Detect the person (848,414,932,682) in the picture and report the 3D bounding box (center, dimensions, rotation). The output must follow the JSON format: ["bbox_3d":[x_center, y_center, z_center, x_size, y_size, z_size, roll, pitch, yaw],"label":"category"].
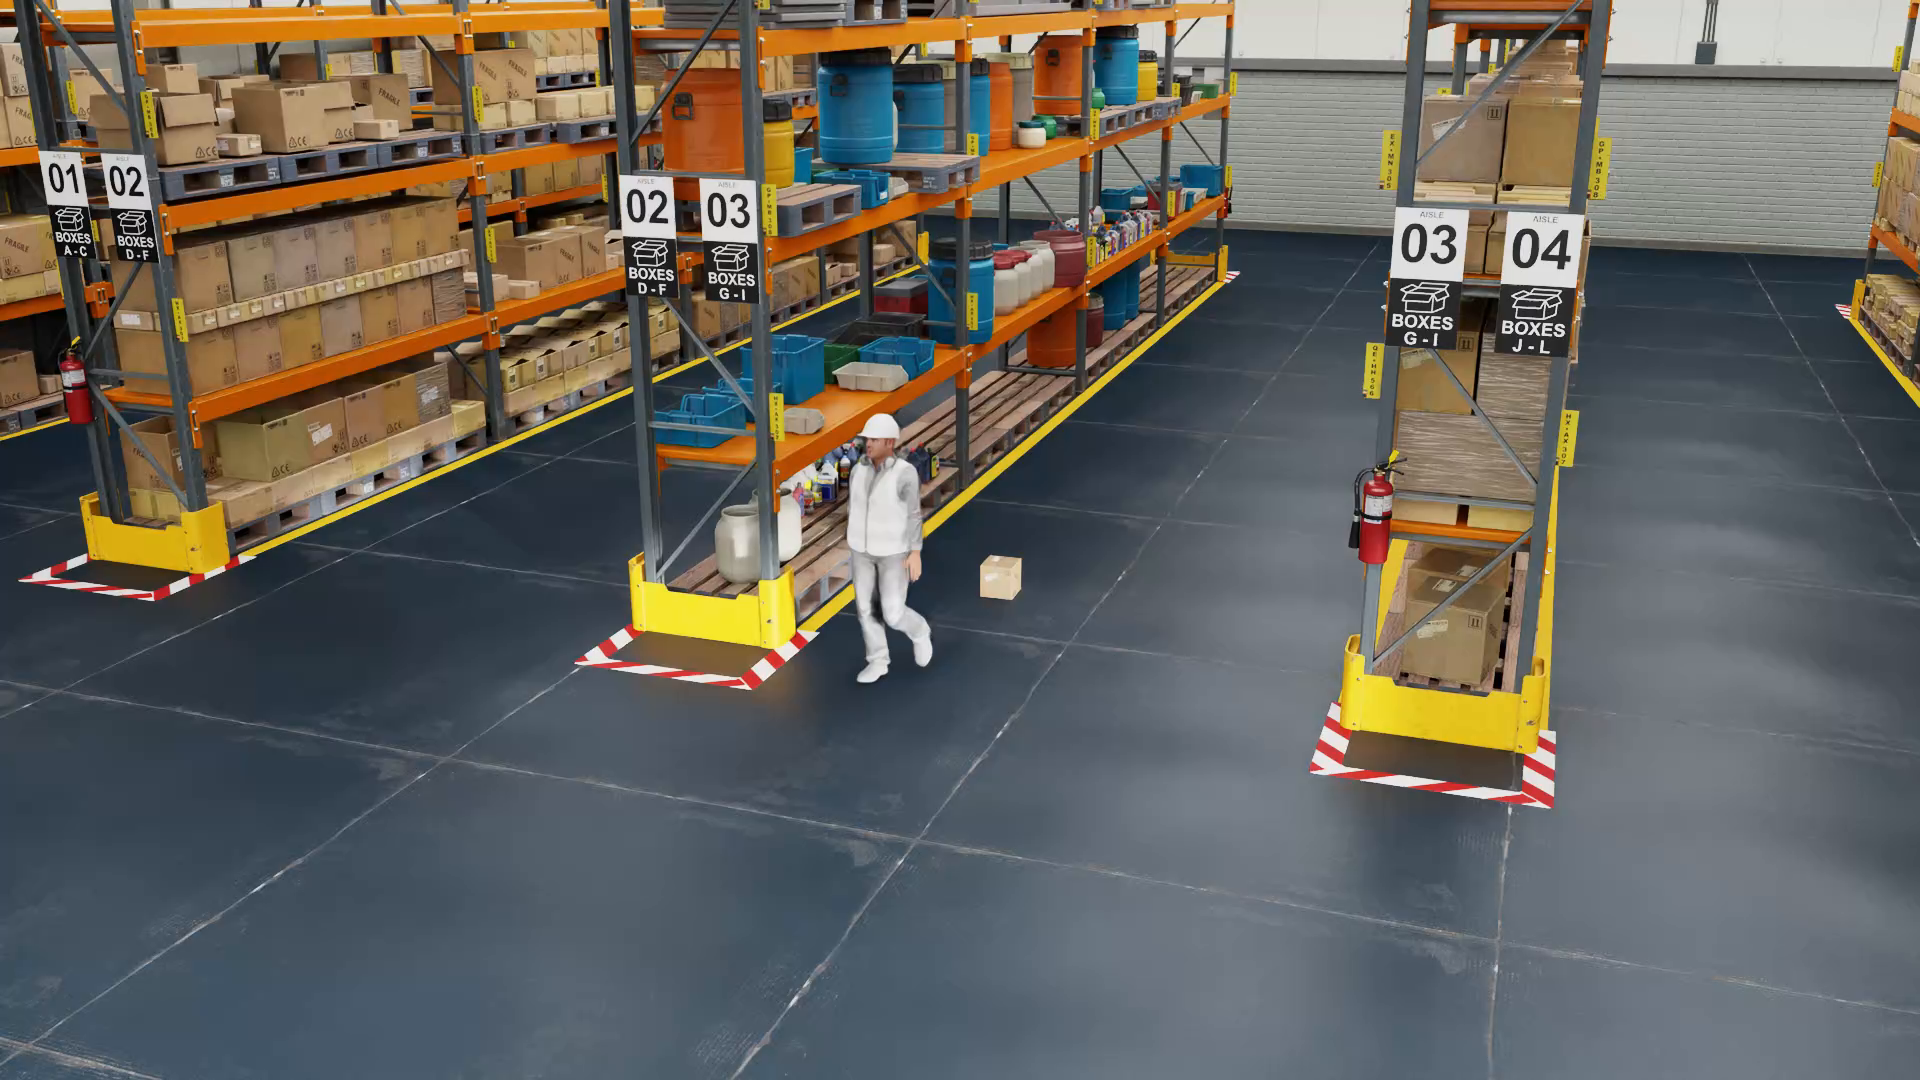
[{"bbox_3d":[-0.494,0.048,10.806,0.563,1.756,0.536,10,21,27],"label":"person"}]
